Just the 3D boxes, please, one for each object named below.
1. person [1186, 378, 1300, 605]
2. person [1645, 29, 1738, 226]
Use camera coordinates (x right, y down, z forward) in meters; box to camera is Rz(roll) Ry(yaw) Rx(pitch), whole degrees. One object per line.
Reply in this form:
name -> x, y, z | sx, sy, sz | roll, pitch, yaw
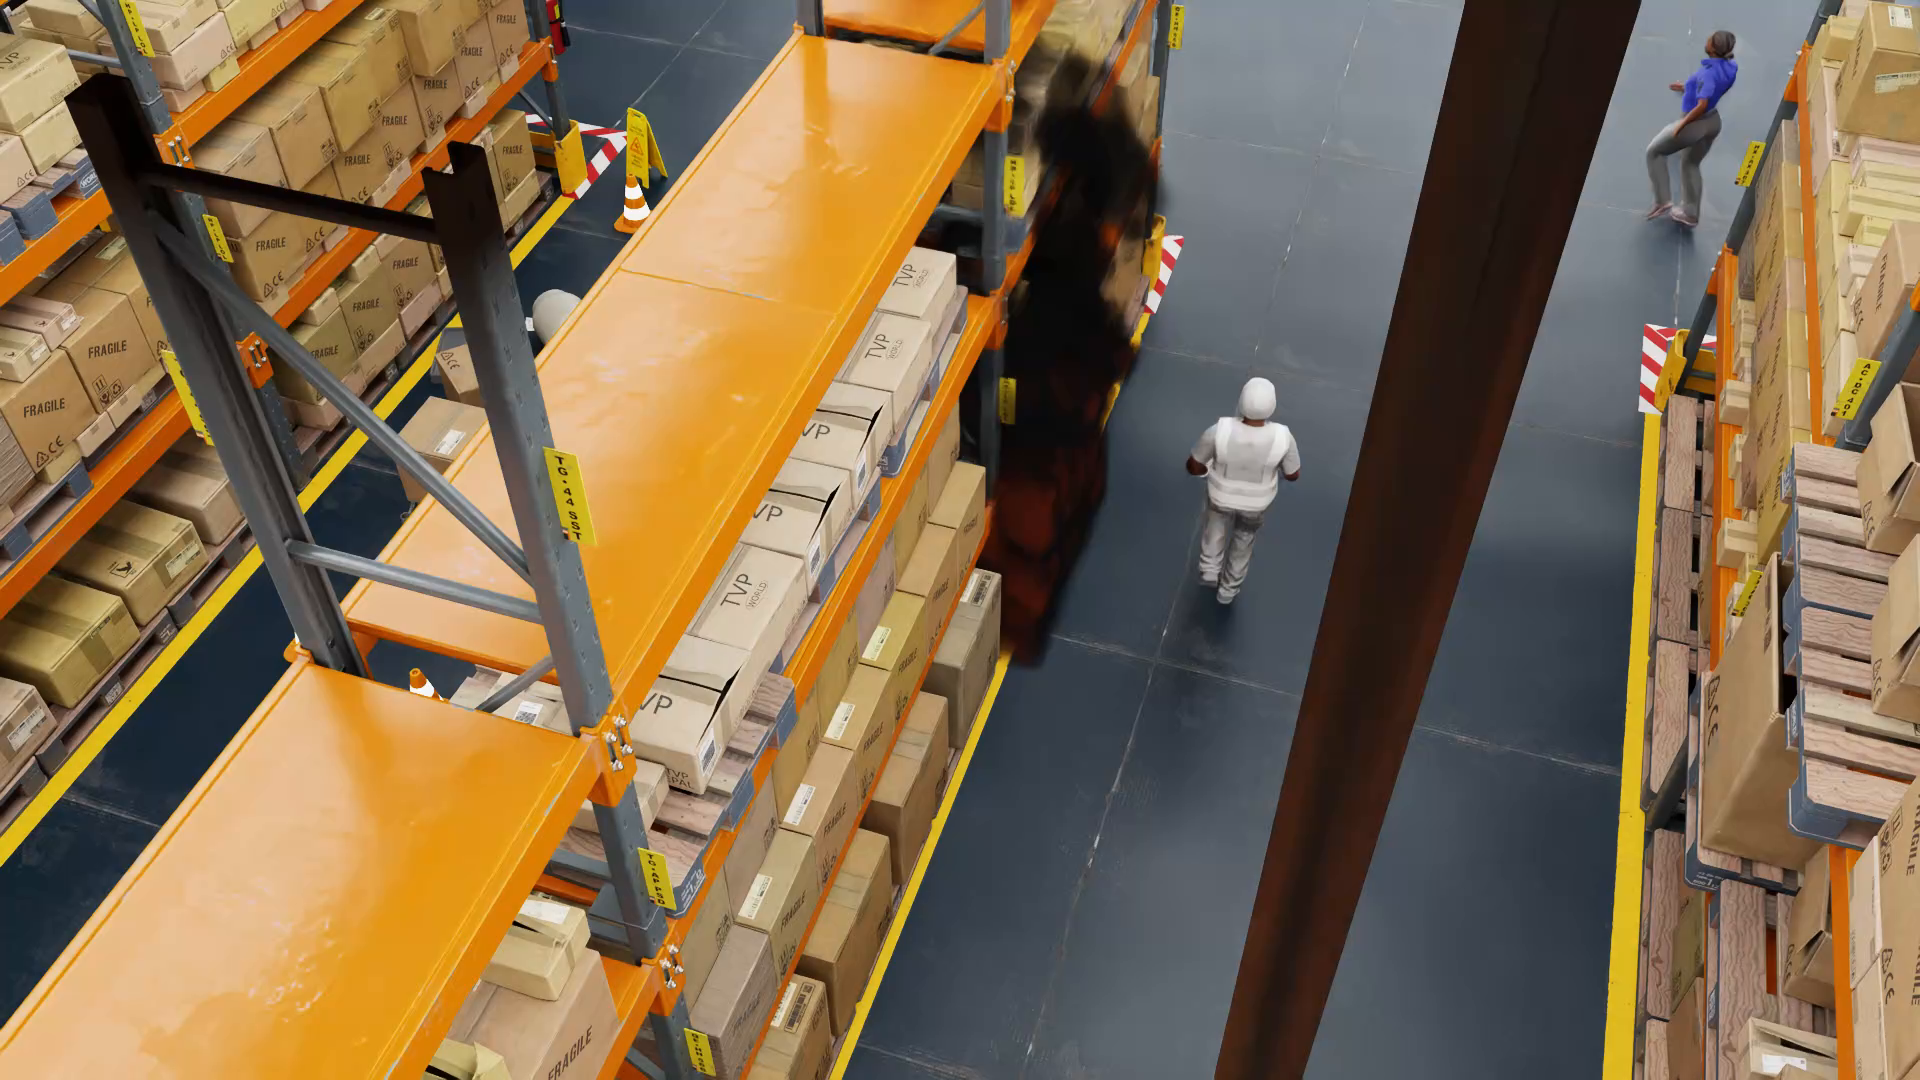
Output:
person -> 1.733, -0.355, 10.254 | 0.669, 1.737, 0.589 | 10, 47, 10
person -> 5.780, -3.261, 13.198 | 0.587, 1.685, 0.680 | -22, 50, -20
